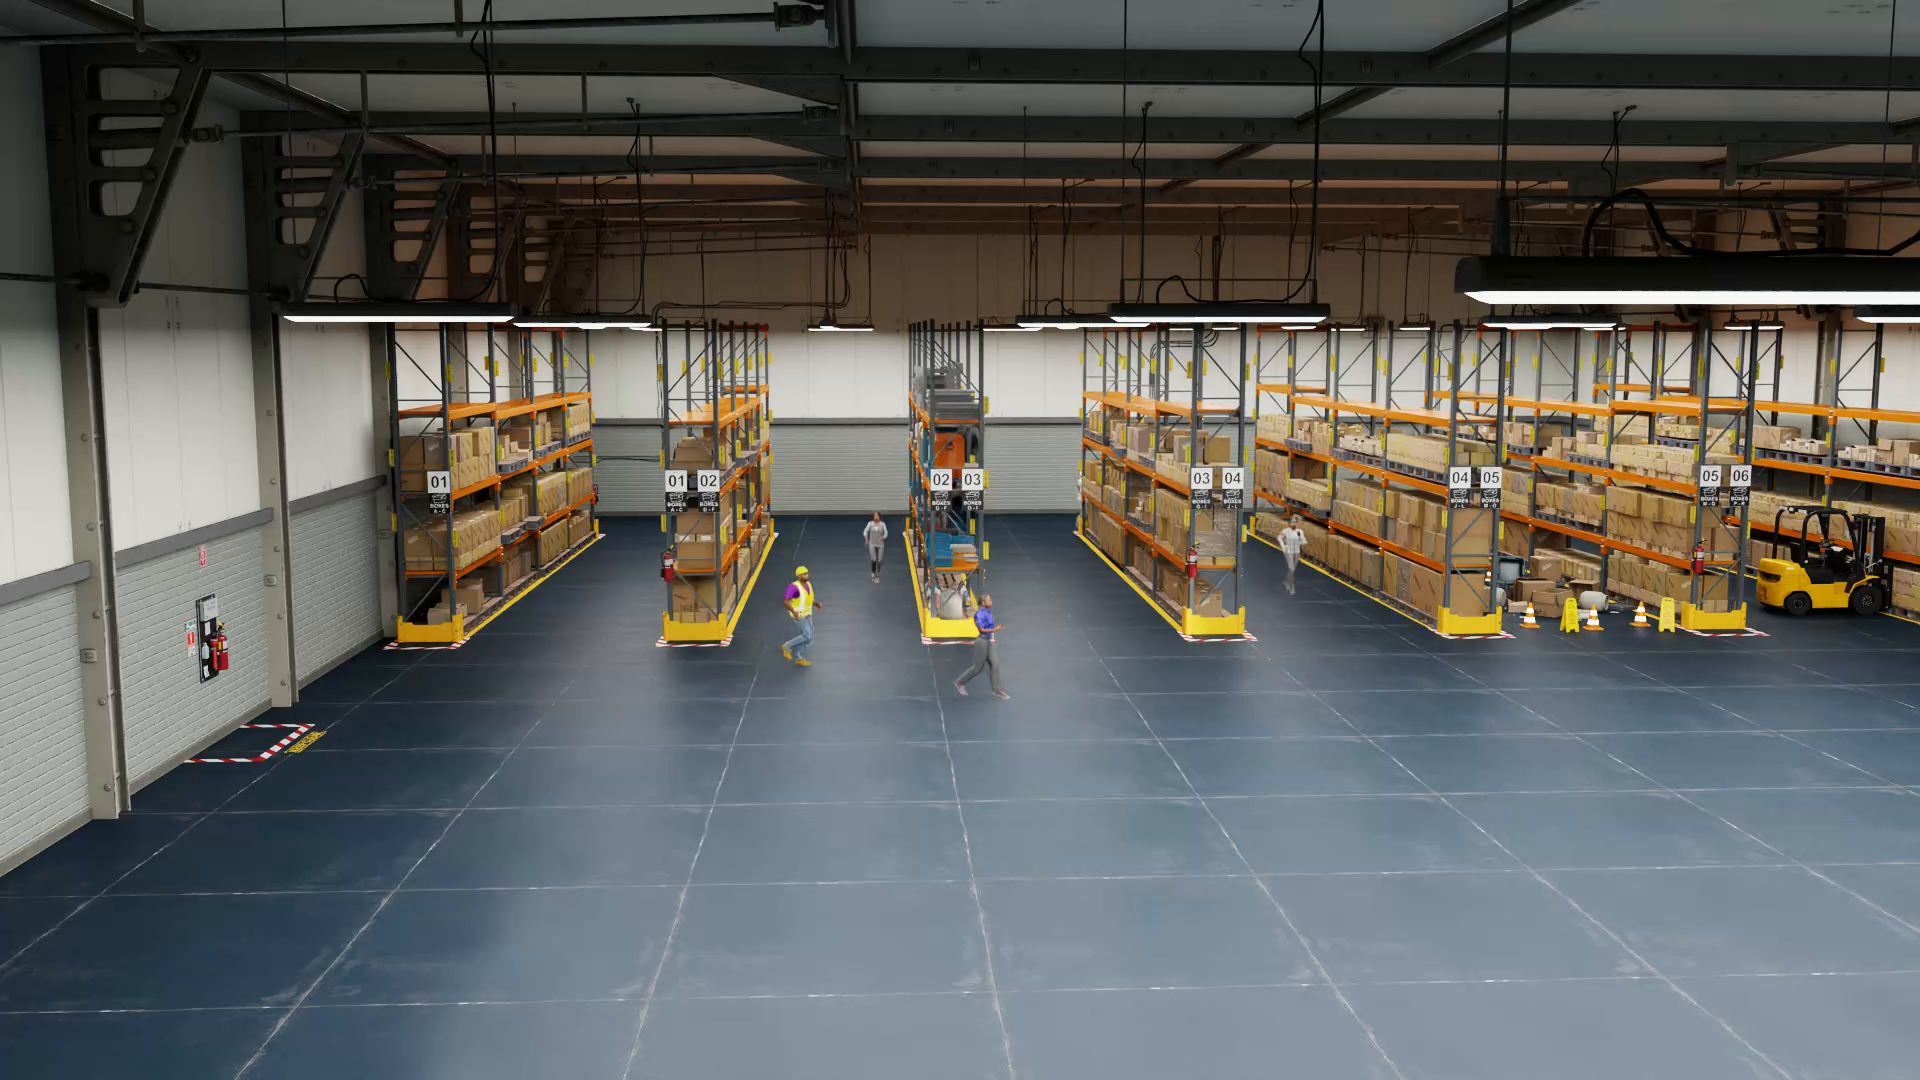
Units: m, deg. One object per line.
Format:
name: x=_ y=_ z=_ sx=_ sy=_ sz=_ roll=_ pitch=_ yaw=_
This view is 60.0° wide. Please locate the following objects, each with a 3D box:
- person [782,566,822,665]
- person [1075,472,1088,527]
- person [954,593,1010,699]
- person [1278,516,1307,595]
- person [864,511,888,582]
person: x=-2.741 y=1.311 z=28.882 sx=0.622 sy=1.733 sz=0.688 roll=4 pitch=8 yaw=27
person: x=3.723 y=-1.217 z=49.063 sx=0.658 sy=1.728 sz=0.677 roll=1 pitch=7 yaw=12
person: x=0.347 y=1.661 z=26.125 sx=0.901 sy=1.663 sz=0.604 roll=2 pitch=7 yaw=16
person: x=7.397 y=0.334 z=36.951 sx=0.584 sy=1.754 sz=0.775 roll=-1 pitch=7 yaw=-8
person: x=-1.838 y=0.157 z=36.465 sx=0.525 sy=1.585 sz=0.557 roll=-1 pitch=7 yaw=-7
